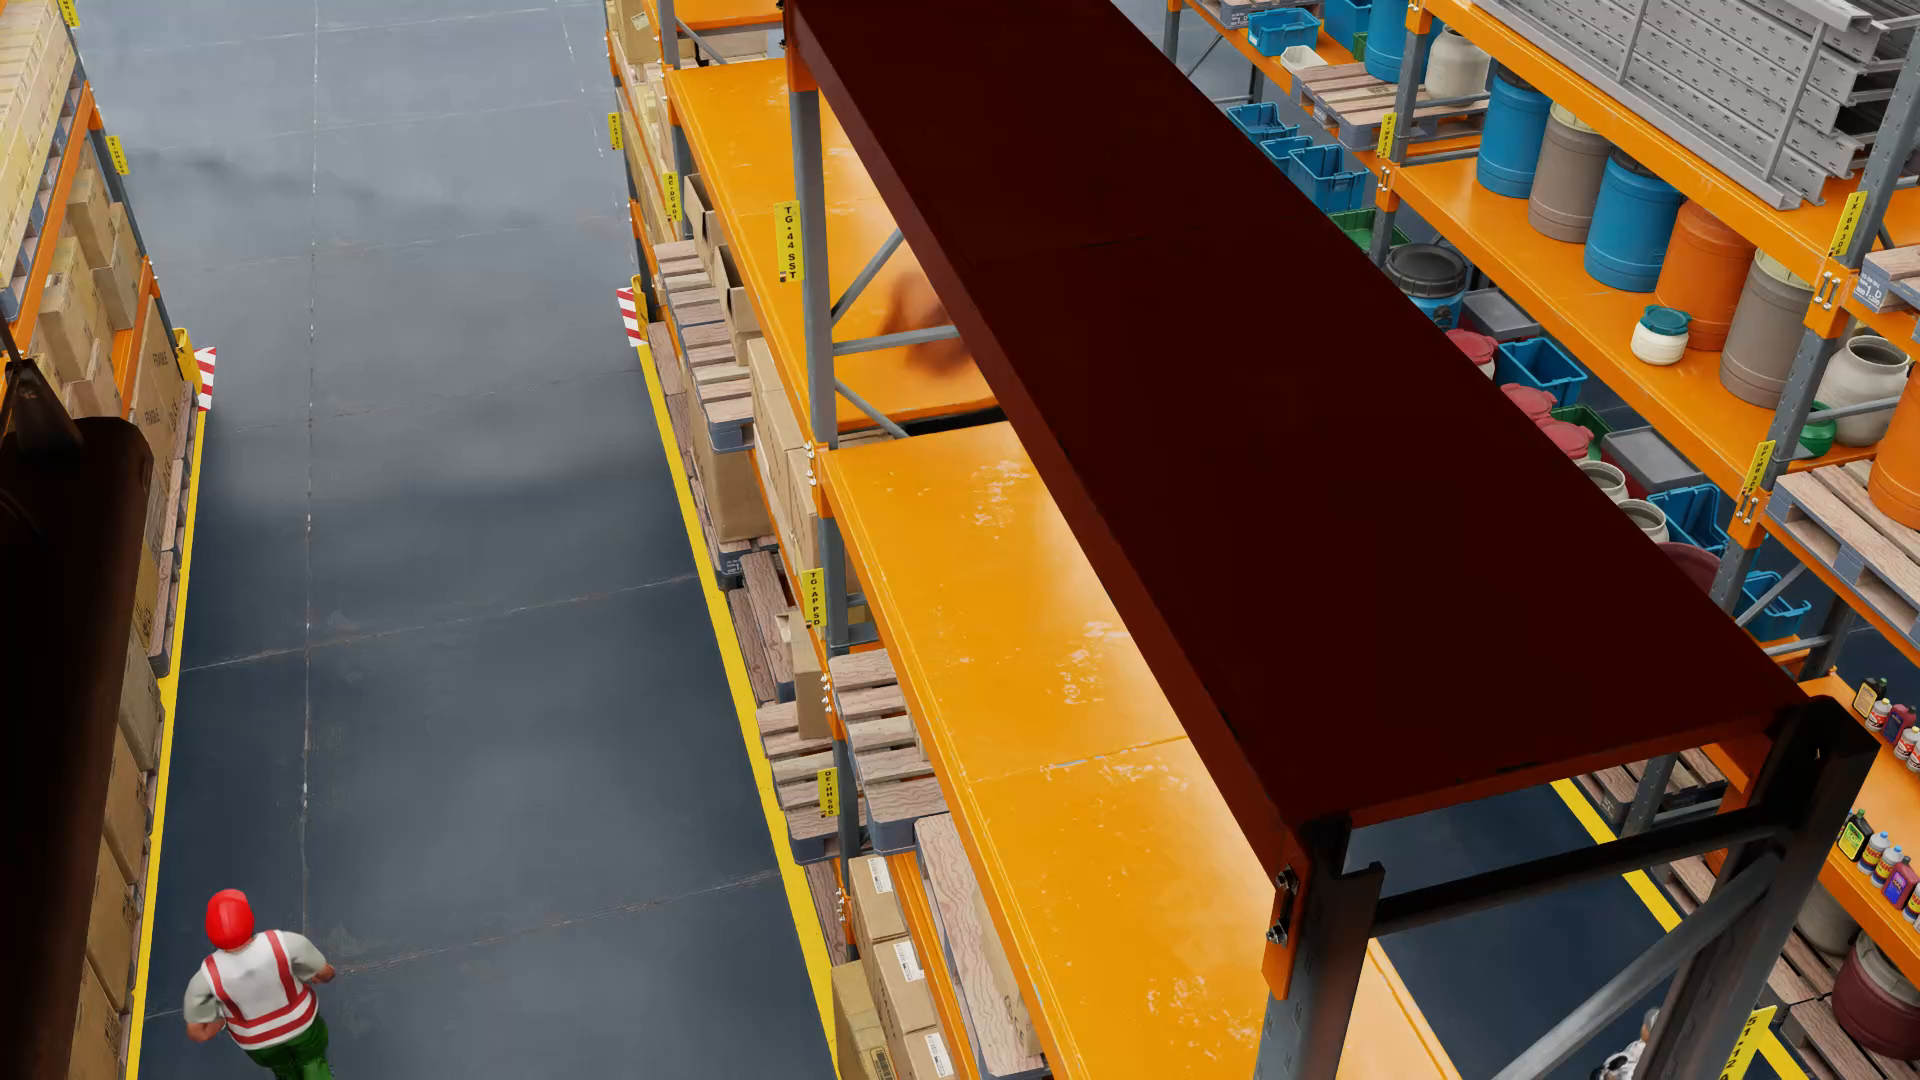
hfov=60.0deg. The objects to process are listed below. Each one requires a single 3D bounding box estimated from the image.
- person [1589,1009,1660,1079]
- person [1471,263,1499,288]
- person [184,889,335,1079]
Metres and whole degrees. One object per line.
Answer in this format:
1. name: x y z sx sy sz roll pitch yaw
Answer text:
1. person: 3.099 2.712 7.635 0.623 1.650 0.679 -20 42 -23
2. person: 4.712 -2.242 14.252 0.709 1.737 0.757 -20 43 -23
3. person: -3.301 2.313 8.002 0.667 1.780 0.787 -17 42 -21
